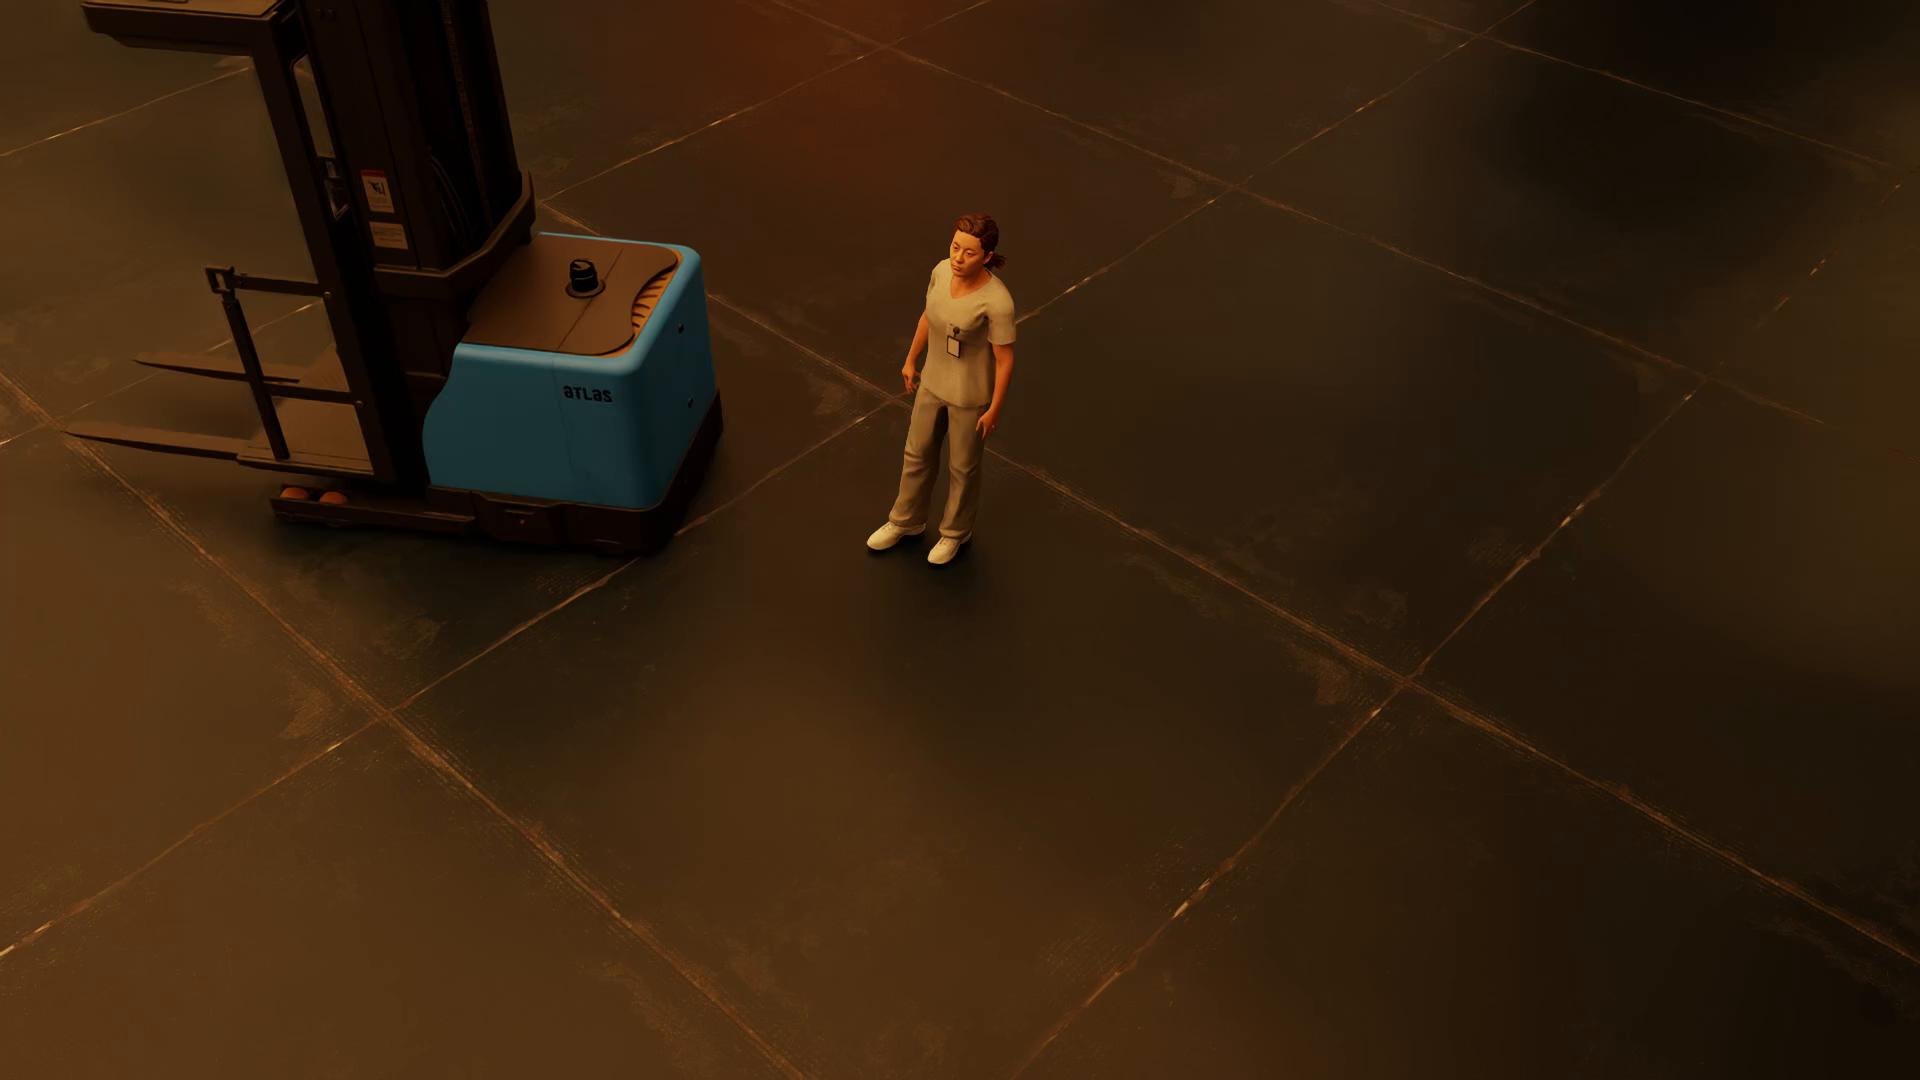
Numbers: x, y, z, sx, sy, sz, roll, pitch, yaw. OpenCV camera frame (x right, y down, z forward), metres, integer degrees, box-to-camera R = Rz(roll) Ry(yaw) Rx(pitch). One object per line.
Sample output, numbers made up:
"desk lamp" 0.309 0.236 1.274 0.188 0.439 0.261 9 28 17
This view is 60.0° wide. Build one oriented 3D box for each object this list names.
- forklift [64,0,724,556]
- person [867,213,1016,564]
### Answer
"forklift" -2.734 -1.503 7.180 3.031 2.935 1.130 7 41 8
"person" -0.059 -0.608 7.098 0.550 1.664 0.549 31 49 31
